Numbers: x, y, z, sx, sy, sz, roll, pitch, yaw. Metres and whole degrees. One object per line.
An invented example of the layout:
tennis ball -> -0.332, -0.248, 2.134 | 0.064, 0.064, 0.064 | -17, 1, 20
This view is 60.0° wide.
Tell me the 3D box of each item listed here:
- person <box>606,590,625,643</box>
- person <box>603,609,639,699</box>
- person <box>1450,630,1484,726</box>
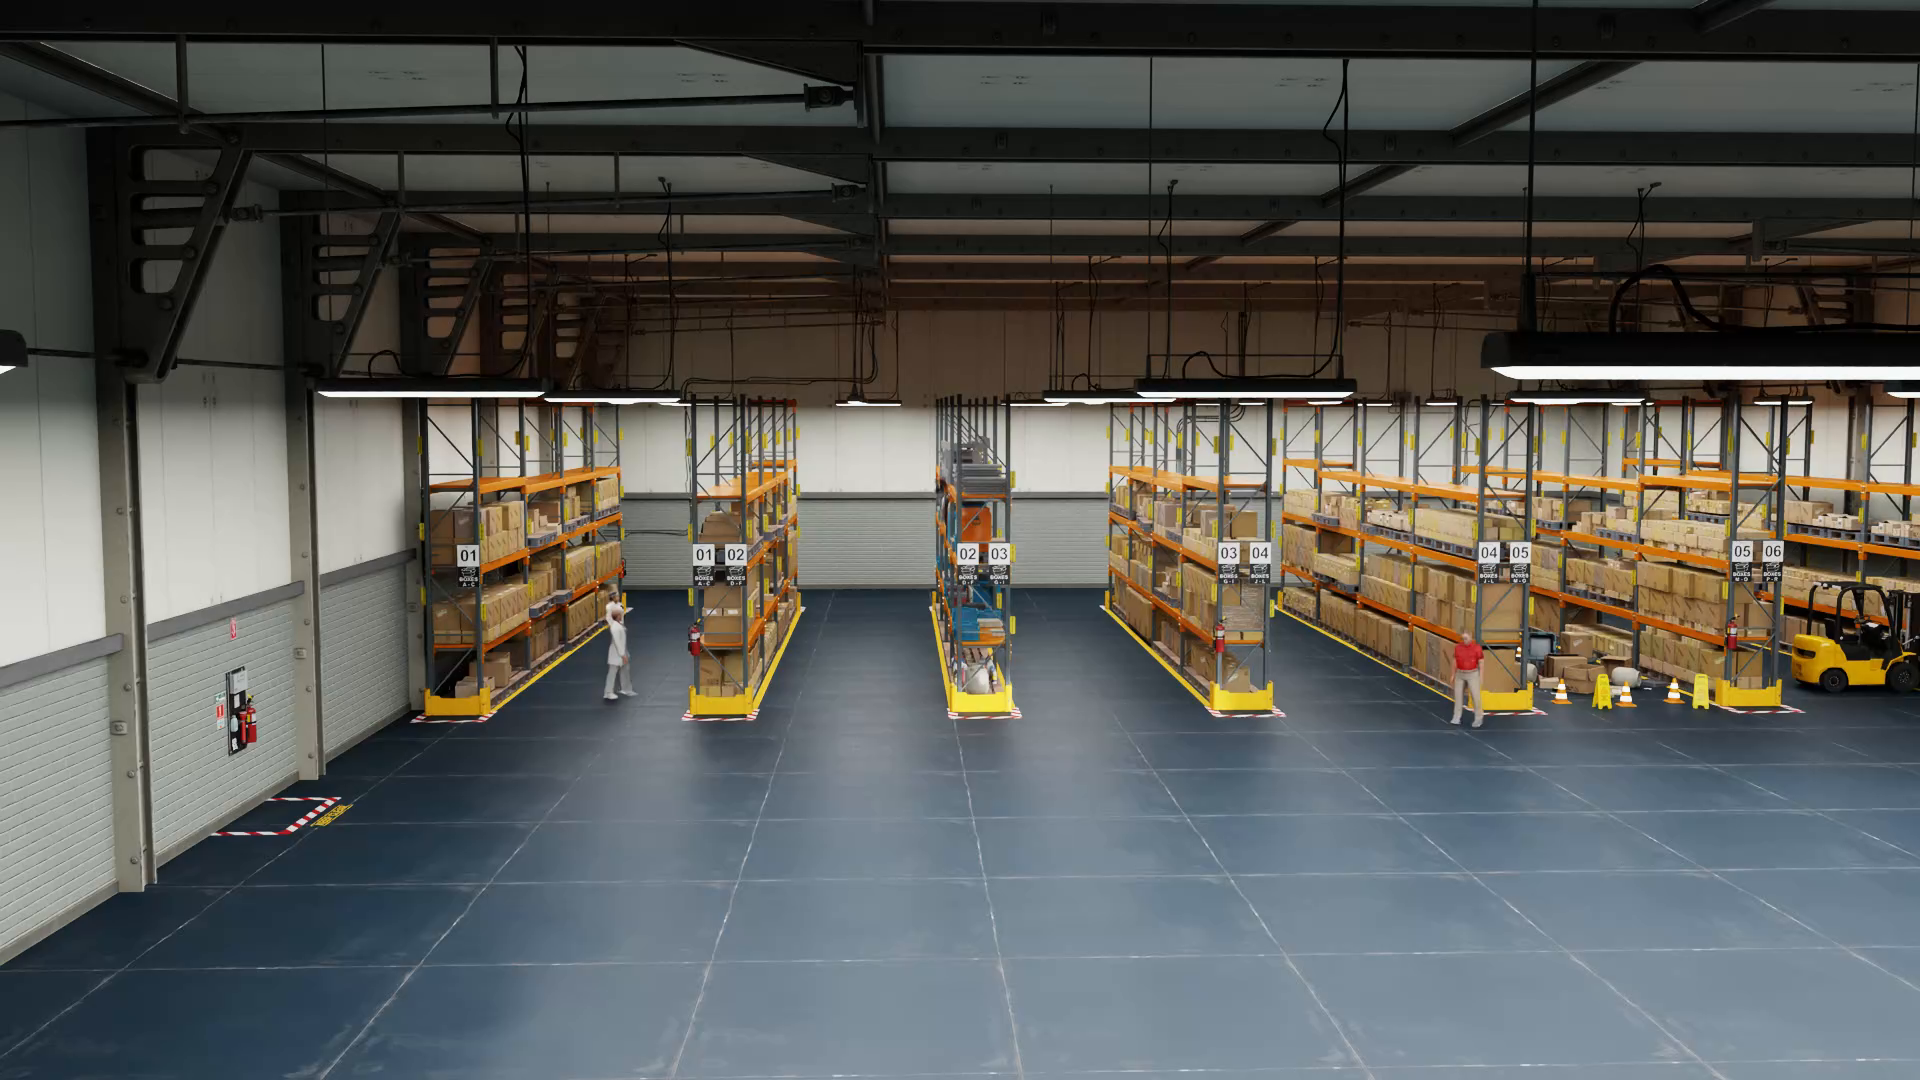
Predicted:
person -> -7.753, 1.946, 37.448 | 0.426, 1.645, 0.938 | -1, 5, -9
person -> -6.751, 2.260, 32.978 | 0.578, 1.818, 0.715 | 0, 5, 5
person -> 9.178, 2.485, 30.166 | 0.610, 1.726, 0.420 | 4, 6, 39
